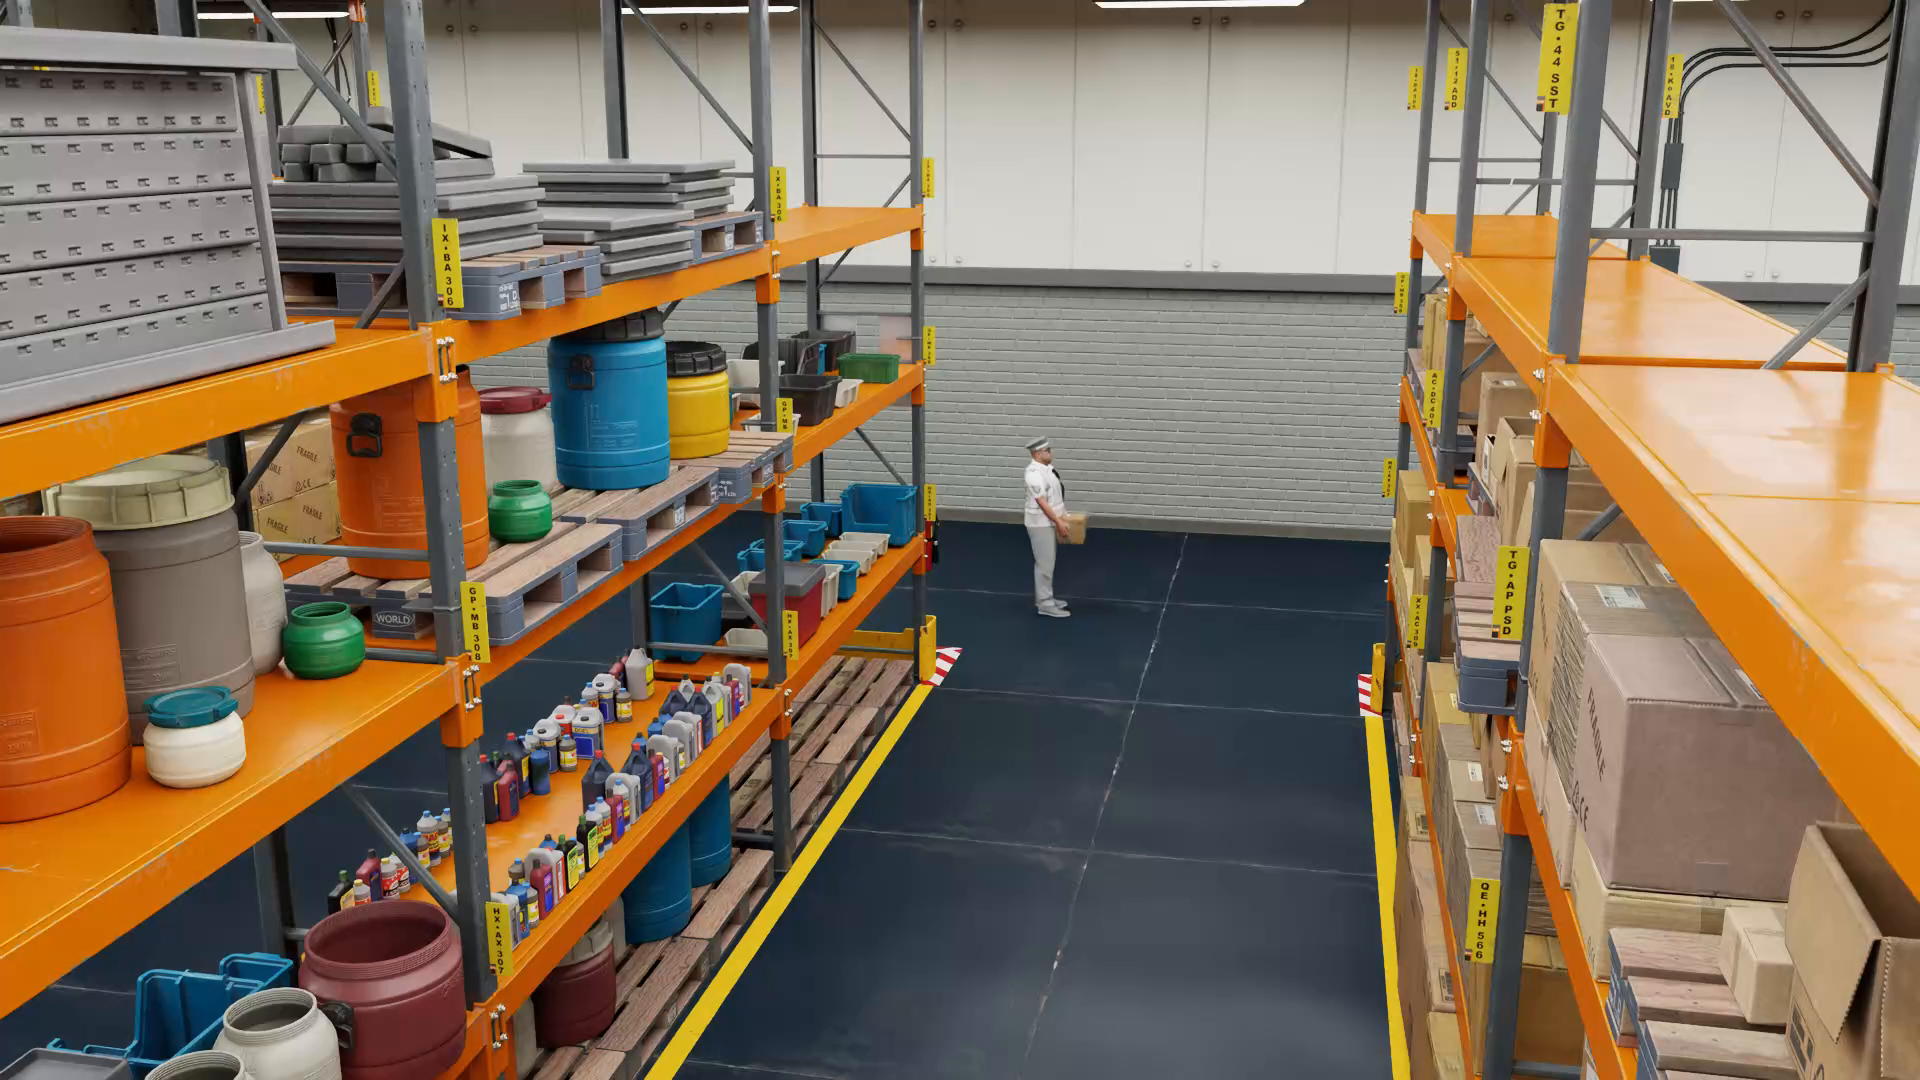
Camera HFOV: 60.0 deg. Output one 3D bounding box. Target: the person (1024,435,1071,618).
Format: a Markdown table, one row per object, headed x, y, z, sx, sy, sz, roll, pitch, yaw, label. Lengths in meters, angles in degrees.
| x | y | z | sx | sy | sz | roll | pitch | yaw | label |
| --- | --- | --- | --- | --- | --- | --- | --- | --- | --- |
| 0.898 | -0.162 | 16.538 | 0.519 | 1.787 | 0.551 | 4 | 15 | 14 | person |
